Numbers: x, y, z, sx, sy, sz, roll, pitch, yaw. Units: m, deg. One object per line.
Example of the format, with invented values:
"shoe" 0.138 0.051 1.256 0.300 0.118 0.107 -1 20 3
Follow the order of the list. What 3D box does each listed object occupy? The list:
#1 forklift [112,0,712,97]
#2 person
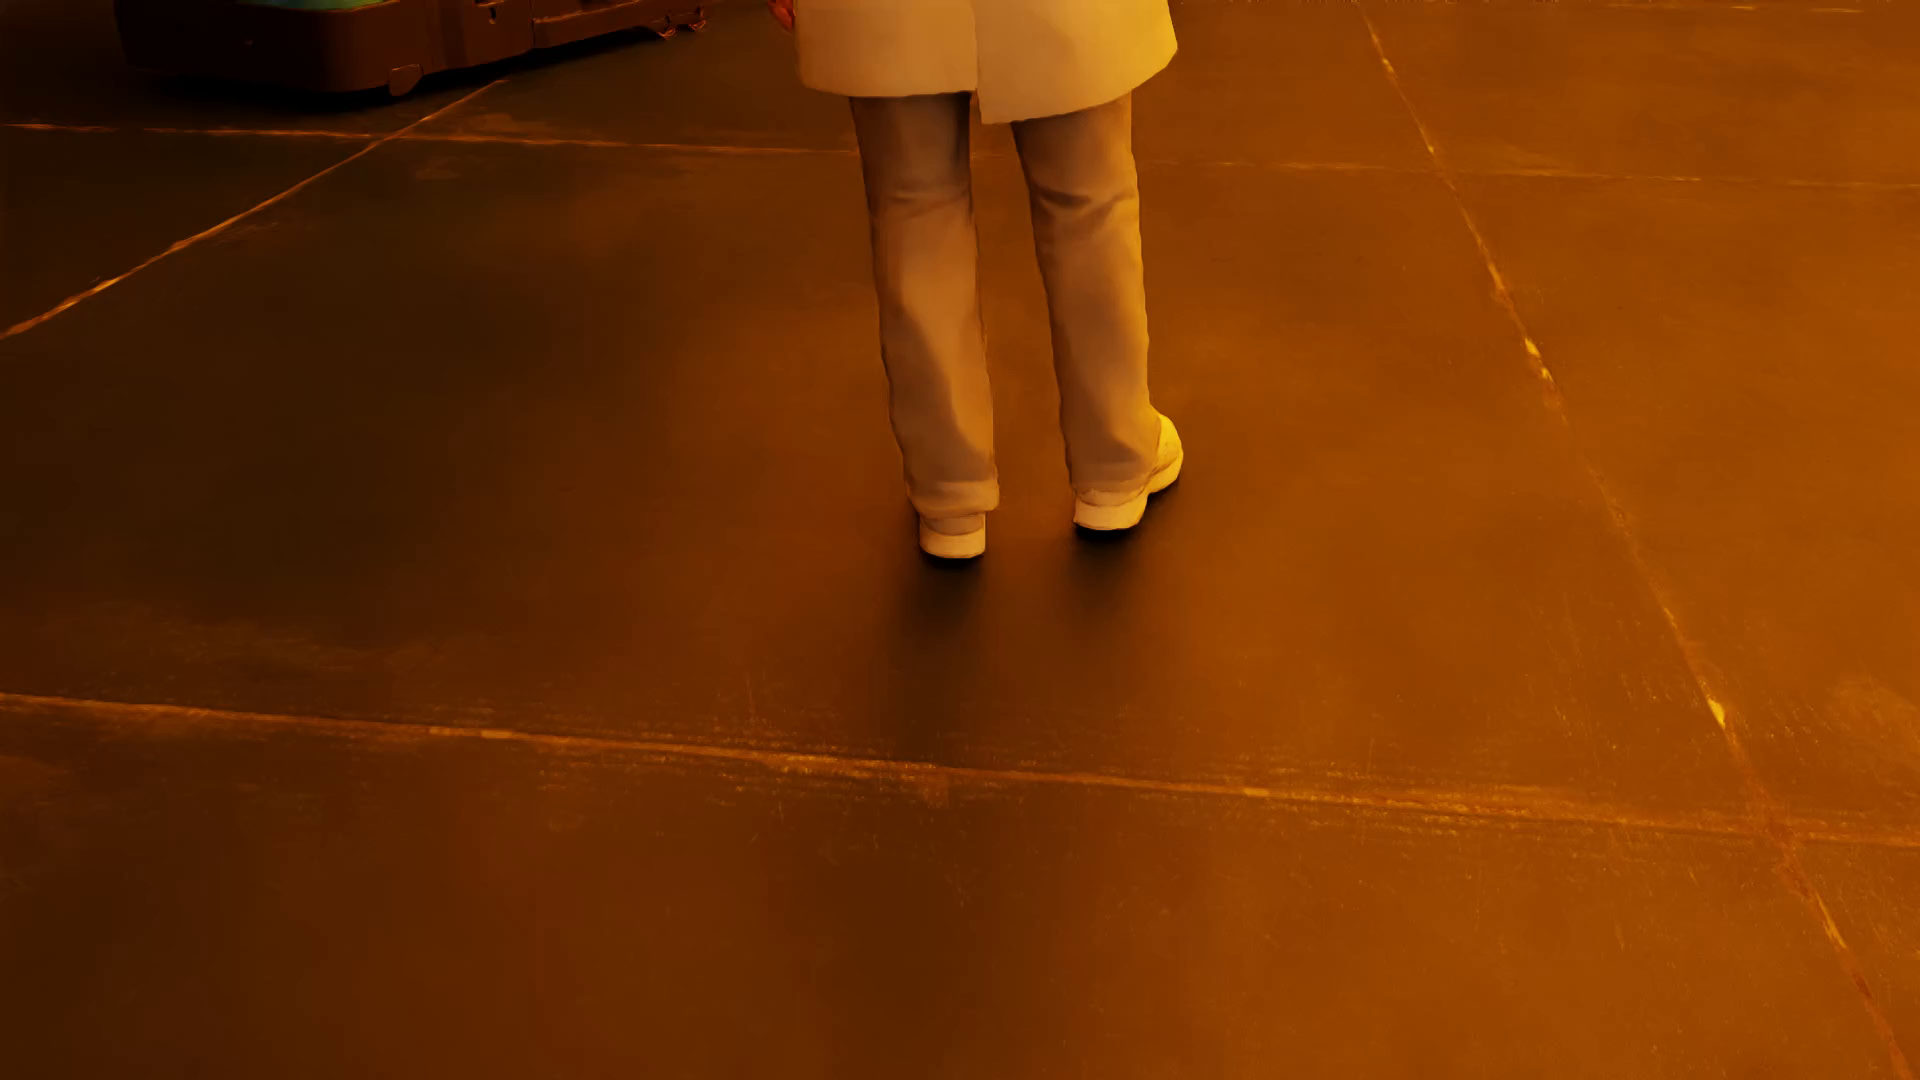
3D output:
"forklift" -1.631 -3.306 5.844 1.130 2.935 3.031 13 29 24
"person" 0.017 -0.842 2.180 0.694 1.776 0.579 3 27 7
